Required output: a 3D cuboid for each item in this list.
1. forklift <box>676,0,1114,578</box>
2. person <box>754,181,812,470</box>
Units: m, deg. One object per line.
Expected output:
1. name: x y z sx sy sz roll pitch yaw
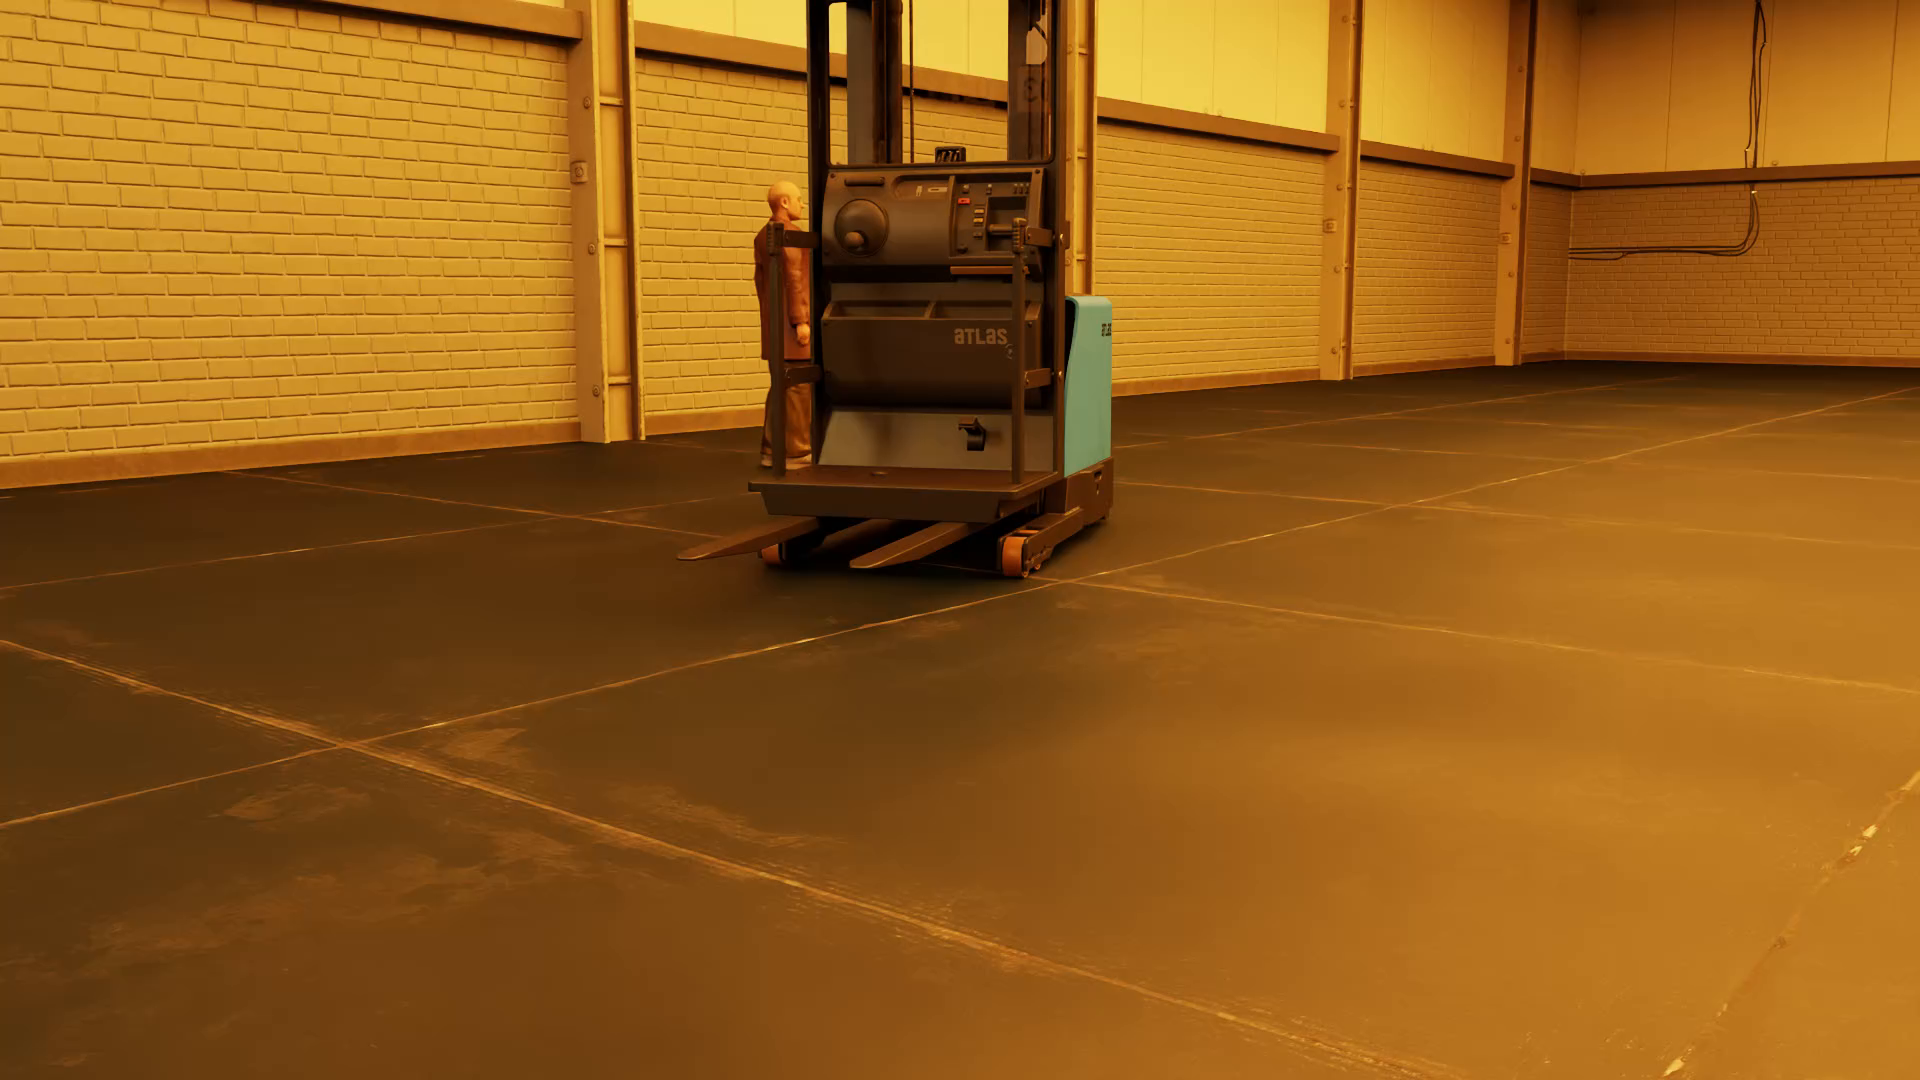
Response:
1. forklift: -0.176 -1.366 6.616 1.130 2.935 3.031 3 9 17
2. person: -1.046 -1.346 10.450 0.397 1.783 0.598 -4 9 -28
